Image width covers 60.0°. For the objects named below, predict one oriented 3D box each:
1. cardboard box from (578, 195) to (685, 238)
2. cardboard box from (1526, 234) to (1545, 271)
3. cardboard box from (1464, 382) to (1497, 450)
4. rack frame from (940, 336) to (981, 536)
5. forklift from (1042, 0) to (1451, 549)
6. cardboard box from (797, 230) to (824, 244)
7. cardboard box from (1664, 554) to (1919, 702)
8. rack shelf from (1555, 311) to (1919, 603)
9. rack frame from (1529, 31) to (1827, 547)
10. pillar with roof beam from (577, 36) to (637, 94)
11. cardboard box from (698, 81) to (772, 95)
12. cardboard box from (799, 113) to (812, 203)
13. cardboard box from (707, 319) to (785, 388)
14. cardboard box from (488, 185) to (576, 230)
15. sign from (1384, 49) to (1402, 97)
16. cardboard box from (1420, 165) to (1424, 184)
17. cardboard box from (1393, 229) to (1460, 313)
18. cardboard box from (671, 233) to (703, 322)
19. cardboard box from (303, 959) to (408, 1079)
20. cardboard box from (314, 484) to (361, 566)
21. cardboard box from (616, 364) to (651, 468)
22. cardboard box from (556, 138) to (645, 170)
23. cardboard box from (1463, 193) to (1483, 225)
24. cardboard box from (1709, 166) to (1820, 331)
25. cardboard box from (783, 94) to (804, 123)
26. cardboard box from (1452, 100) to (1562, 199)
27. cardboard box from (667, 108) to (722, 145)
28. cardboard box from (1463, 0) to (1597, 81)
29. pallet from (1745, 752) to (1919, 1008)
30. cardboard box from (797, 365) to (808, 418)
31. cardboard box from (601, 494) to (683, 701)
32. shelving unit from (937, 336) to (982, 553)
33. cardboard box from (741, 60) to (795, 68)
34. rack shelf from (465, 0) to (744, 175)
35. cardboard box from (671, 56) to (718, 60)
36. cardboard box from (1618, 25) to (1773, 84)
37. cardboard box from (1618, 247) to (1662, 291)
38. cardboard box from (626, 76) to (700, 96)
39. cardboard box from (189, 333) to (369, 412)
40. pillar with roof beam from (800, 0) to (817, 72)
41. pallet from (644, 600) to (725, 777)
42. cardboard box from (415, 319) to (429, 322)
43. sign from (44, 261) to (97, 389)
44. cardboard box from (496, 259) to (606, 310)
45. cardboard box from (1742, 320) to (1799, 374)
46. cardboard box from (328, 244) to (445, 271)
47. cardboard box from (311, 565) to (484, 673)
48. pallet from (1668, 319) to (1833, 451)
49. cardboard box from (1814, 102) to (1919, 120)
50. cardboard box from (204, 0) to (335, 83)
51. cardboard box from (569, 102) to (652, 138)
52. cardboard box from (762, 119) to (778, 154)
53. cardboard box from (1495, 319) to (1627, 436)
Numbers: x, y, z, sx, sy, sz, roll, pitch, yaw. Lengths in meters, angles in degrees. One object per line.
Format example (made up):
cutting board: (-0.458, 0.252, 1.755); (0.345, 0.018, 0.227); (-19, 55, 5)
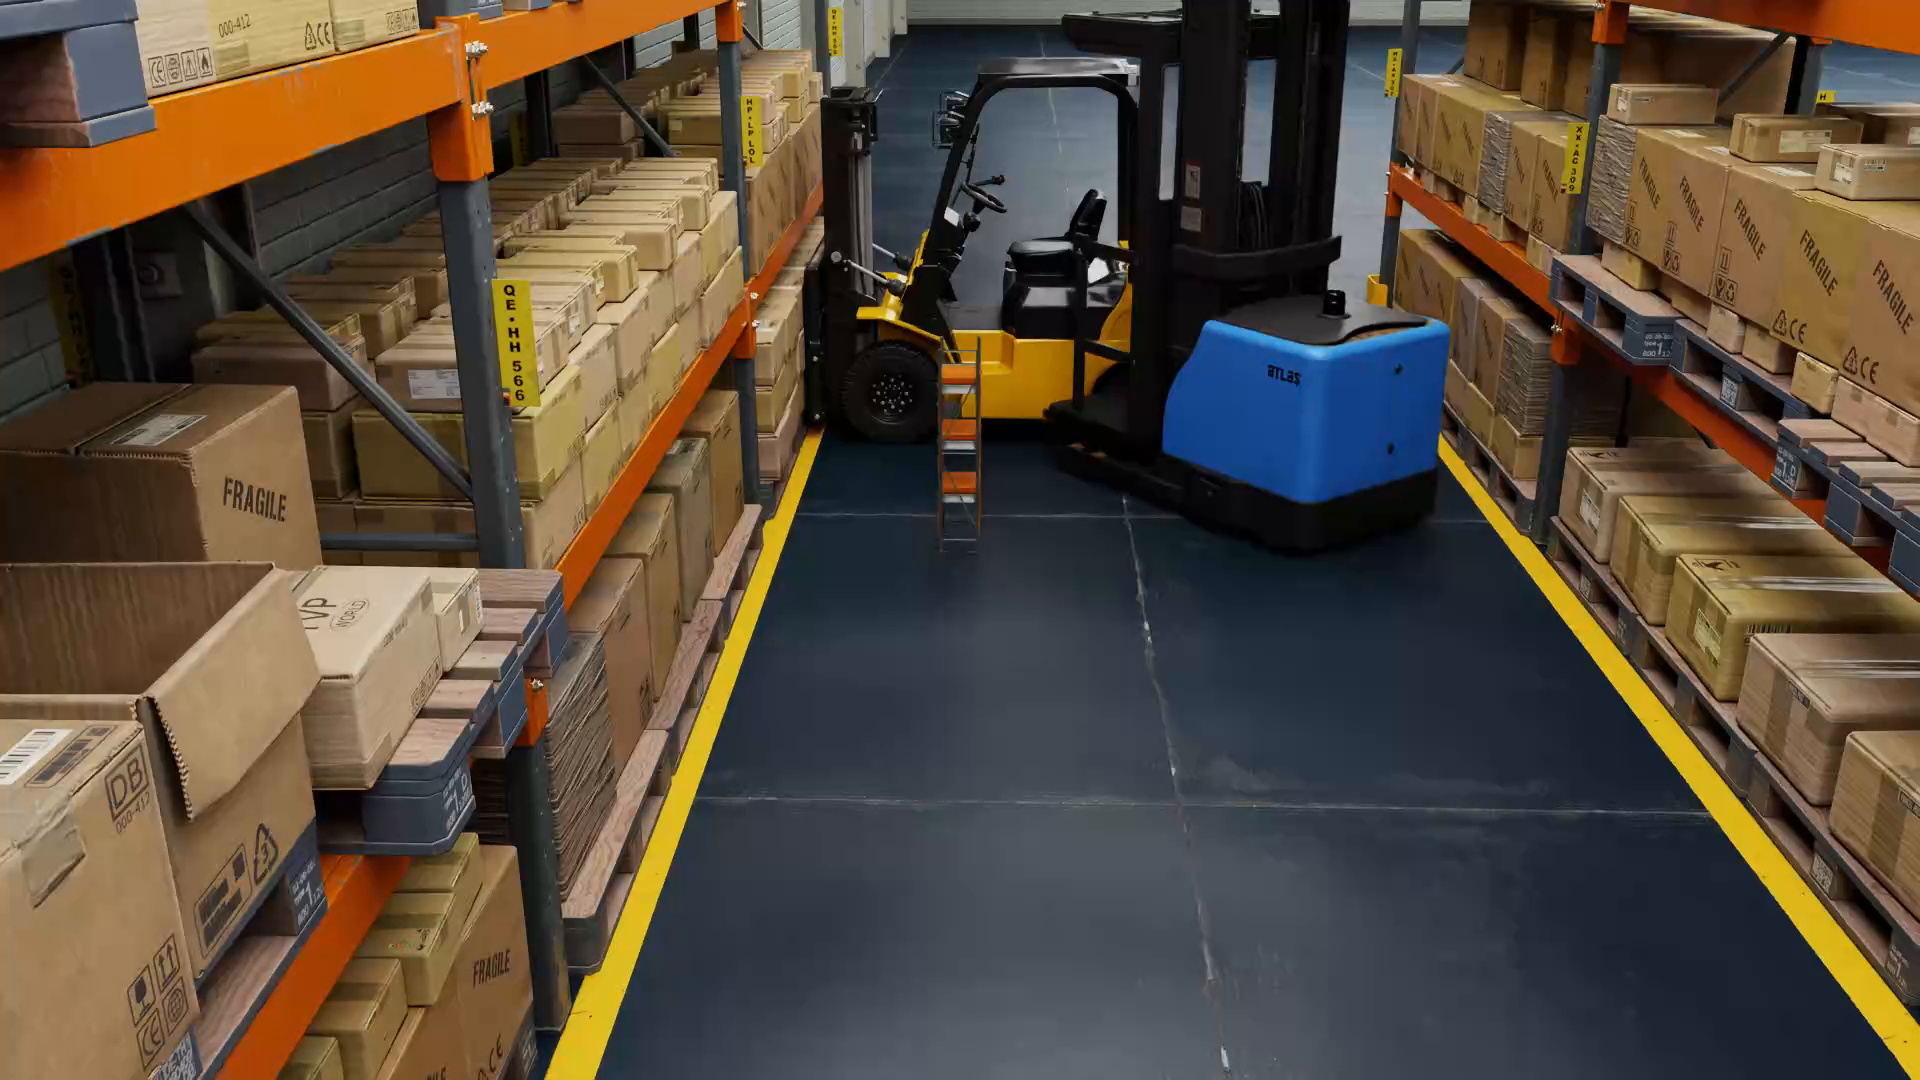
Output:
cardboard box: (-1.317, -1.287, 6.665); (0.380, 0.149, 0.250); (0, 21, 0)
cardboard box: (3.135, -1.476, 8.533); (0.380, 0.149, 0.250); (1, 21, 3)
cardboard box: (3.185, -0.706, 9.423); (0.500, 0.250, 0.500); (0, 21, 0)
rack frame: (0.002, -0.514, 8.403); (0.200, 1.050, 0.008); (1, 21, 2)
forklift: (1.224, -1.792, 9.096); (1.130, 2.935, 3.031); (-15, 26, -33)
cardboard box: (-1.123, -1.908, 11.138); (0.500, 0.250, 0.500); (1, 21, 3)
cardboard box: (3.378, 0.347, 6.539); (0.950, 0.372, 0.625); (1, 21, 3)
rack shelf: (3.368, -0.324, 6.213); (1.077, 0.370, 4.000); (1, 21, 2)
rack frame: (3.429, -1.383, 7.947); (1.000, 3.000, 0.127); (1, 21, 2)
pillar with roof beam: (1.970, -5.390, 9.981); (9.100, 9.000, 0.400); (1, 21, 2)
cardboard box: (-1.266, -2.503, 9.386); (0.380, 0.149, 0.250); (1, 21, 1)
cardboard box: (-1.204, -2.376, 10.366); (0.500, 0.500, 0.500); (0, 21, 1)
cardboard box: (-1.204, -0.988, 8.766); (0.500, 0.250, 0.500); (0, 21, 1)
cardboard box: (-1.814, -1.381, 6.907); (0.380, 0.149, 0.250); (0, 21, 1)
sign: (3.008, -3.239, 11.533); (0.100, 0.325, 0.005); (1, 21, 2)
cardboard box: (3.251, -2.405, 10.928); (0.380, 0.149, 0.250); (0, 21, 0)
cardboard box: (3.250, -1.796, 11.194); (0.500, 0.500, 0.500); (0, 21, 0)
cardboard box: (-1.322, -1.048, 6.600); (0.500, 0.250, 0.500); (1, 21, 3)
cardboard box: (-1.445, 1.052, 3.649); (0.380, 0.149, 0.250); (0, 21, 0)
cardboard box: (-1.896, -0.085, 4.810); (0.500, 0.250, 0.500); (0, 21, 0)
cardboard box: (-1.367, -0.446, 5.739); (0.500, 0.250, 0.500); (0, 21, 0)
cardboard box: (-1.779, -1.904, 8.255); (0.380, 0.149, 0.250); (1, 21, 1)
cardboard box: (3.171, -1.938, 9.725); (0.380, 0.149, 0.250); (1, 21, 2)
cardboard box: (3.080, -1.052, 5.964); (0.500, 0.500, 0.500); (0, 21, -1)
cardboard box: (-1.156, -2.639, 10.149); (0.380, 0.149, 0.250); (1, 21, 2)
cardboard box: (3.225, -2.291, 9.737); (0.500, 0.500, 0.500); (0, 21, 1)
cardboard box: (-1.226, -2.036, 8.183); (0.380, 0.149, 0.250); (1, 21, 3)
cardboard box: (3.753, -3.294, 10.939); (0.700, 0.500, 0.500); (0, 21, 0)
pallet: (3.333, 1.081, 5.452); (1.003, 0.211, 1.213); (1, 21, 2)
cardboard box: (-1.187, -0.891, 9.900); (0.500, 0.250, 0.500); (1, 21, 3)
cardboard box: (-1.589, 0.216, 6.527); (0.875, 0.625, 0.625); (0, 21, -1)
shelving unit: (-0.002, -0.470, 8.289); (0.215, 1.050, 0.252); (1, 21, 2)
cardboard box: (-1.250, -2.965, 10.577); (0.380, 0.149, 0.250); (1, 21, 2)
rack shelf: (-1.593, -1.776, 5.808); (1.077, 0.370, 4.000); (1, 21, 2)
cardboard box: (-1.670, -3.061, 10.826); (0.380, 0.149, 0.250); (1, 21, 3)
cardboard box: (3.697, -2.376, 8.573); (0.700, 0.500, 0.500); (1, 21, 2)
cardboard box: (3.080, -1.175, 7.178); (0.380, 0.149, 0.250); (1, 21, 3)
cardboard box: (-1.715, -2.597, 9.628); (0.380, 0.149, 0.250); (1, 21, 3)
cardboard box: (-1.847, -0.459, 4.530); (0.380, 0.149, 0.250); (1, 21, 3)
pillar with roof beam: (2.335, -9.729, 21.163); (9.100, 9.000, 0.400); (1, 21, 2)
pallet: (-1.550, 0.573, 6.761); (1.003, 0.211, 1.213); (1, 21, 2)
cardboard box: (-1.886, -0.685, 5.663); (0.500, 0.250, 0.500); (0, 21, 1)
sign: (-2.209, -0.535, 4.160); (0.100, 0.325, 0.005); (1, 21, 2)
cardboard box: (-1.388, -0.827, 5.478); (0.380, 0.149, 0.250); (1, 21, 2)
cardboard box: (3.050, -0.698, 5.947); (0.380, 0.149, 0.250); (0, 21, 0)
cardboard box: (-1.934, -0.922, 5.723); (0.380, 0.149, 0.250); (0, 21, 1)
cardboard box: (-1.291, 0.173, 3.703); (0.380, 0.149, 0.250); (1, 21, 3)
pallet: (3.327, -0.563, 6.100); (1.003, 0.211, 1.213); (1, 21, 2)
cardboard box: (3.633, -1.648, 6.602); (0.380, 0.149, 0.250); (0, 21, 0)
cardboard box: (-1.442, -0.949, 2.887); (0.500, 0.250, 0.500); (1, 21, 2)
cardboard box: (-1.776, -2.133, 8.433); (0.380, 0.149, 0.250); (0, 21, 0)
cardboard box: (-1.192, -2.174, 8.951); (0.380, 0.149, 0.250); (1, 21, 3)
cardboard box: (3.179, -0.863, 8.791); (0.500, 0.500, 0.500); (0, 21, 1)
